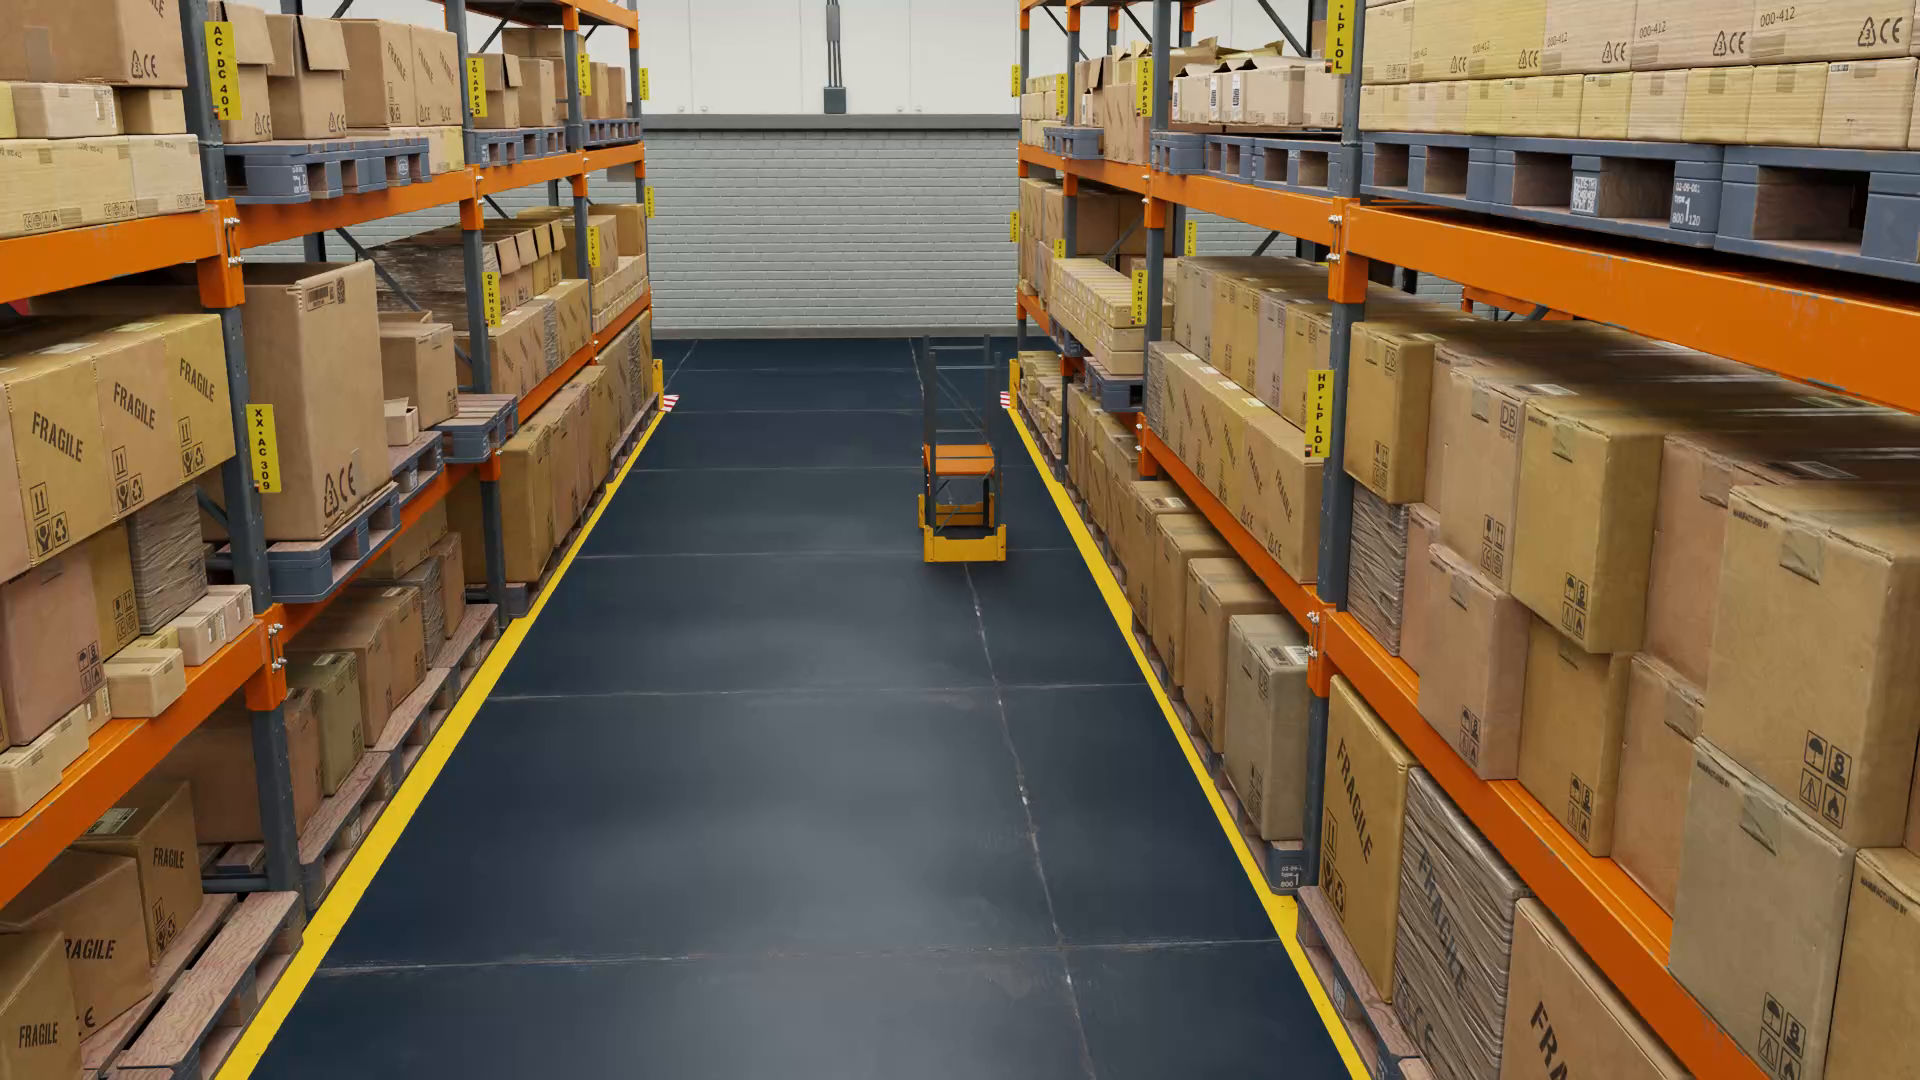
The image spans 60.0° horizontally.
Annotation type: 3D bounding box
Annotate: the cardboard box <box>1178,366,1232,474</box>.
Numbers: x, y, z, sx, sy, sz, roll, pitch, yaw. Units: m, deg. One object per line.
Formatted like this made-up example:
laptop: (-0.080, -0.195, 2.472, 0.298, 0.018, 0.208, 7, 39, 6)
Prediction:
cardboard box: (1.449, -0.630, 8.755, 0.500, 0.500, 0.500, -1, 14, -3)

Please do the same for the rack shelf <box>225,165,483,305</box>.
rack shelf: (-3.207, -1.505, 7.779, 1.077, 0.370, 4.000, -1, 14, -3)

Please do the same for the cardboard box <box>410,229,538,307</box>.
cardboard box: (-3.446, -1.943, 11.845, 0.797, 0.503, 0.637, 0, 14, -2)

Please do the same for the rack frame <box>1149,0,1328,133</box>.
rack frame: (1.625, -3.855, 9.449, 1.000, 3.000, 0.127, -1, 14, -3)

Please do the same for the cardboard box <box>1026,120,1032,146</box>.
cardboard box: (0.931, -4.072, 16.616, 0.500, 0.250, 0.500, 0, 14, -2)

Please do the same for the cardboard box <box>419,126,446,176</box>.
cardboard box: (-3.013, -2.040, 8.718, 0.500, 0.250, 0.500, -1, 14, -4)

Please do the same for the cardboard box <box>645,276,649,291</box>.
cardboard box: (-3.476, -2.682, 17.436, 0.380, 0.149, 0.250, -1, 14, -2)

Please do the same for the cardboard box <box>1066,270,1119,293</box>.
cardboard box: (1.009, -1.950, 12.553, 0.380, 0.149, 0.250, -1, 14, -4)

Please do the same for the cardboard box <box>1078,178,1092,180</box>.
cardboard box: (1.406, -3.506, 17.328, 0.500, 0.500, 0.500, -1, 14, -5)

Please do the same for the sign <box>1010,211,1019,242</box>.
sign: (0.588, -3.350, 17.789, 0.100, 0.325, 0.005, -1, 14, -3)

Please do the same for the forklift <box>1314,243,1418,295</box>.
forklift: (3.617, -1.868, 13.906, 1.130, 2.935, 3.031, -10, 18, -35)

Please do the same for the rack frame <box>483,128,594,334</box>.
rack frame: (-3.579, -1.893, 13.863, 1.000, 3.000, 0.127, -1, 14, -3)

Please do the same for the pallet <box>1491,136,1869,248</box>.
pallet: (1.986, -0.858, 3.999, 1.003, 0.211, 1.213, -1, 14, -3)

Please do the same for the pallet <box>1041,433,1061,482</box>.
pallet: (1.301, -0.760, 15.057, 1.003, 0.211, 1.213, -1, 14, -3)

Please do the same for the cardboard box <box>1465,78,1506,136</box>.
cardboard box: (1.621, -1.189, 4.567, 0.380, 0.149, 0.250, -1, 14, -4)

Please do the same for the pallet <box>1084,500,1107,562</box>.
pallet: (1.506, -0.096, 12.476, 1.003, 0.211, 1.213, -1, 14, -3)

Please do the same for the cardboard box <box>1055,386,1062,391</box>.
cardboard box: (1.079, -1.330, 15.360, 0.380, 0.149, 0.250, 0, 14, -2)

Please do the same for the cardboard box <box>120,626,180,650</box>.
cardboard box: (-2.815, 0.393, 5.484, 0.380, 0.149, 0.250, -1, 14, -3)

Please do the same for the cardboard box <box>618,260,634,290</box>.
cardboard box: (-3.469, -2.590, 16.276, 0.500, 0.250, 0.500, -1, 14, -5)

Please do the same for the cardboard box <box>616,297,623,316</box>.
cardboard box: (-3.346, -2.172, 15.453, 0.380, 0.149, 0.250, -1, 14, -3)

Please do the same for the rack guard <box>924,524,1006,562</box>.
rack guard: (0.036, 0.022, 11.940, 0.587, 0.250, 0.087, -1, 14, -3)

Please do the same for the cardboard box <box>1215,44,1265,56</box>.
cardboard box: (1.788, -3.117, 10.865, 0.396, 0.266, 0.258, -1, 14, -3)

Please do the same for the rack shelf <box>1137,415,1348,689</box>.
rack shelf: (1.749, -0.104, 8.353, 1.077, 0.370, 4.000, -1, 14, -3)

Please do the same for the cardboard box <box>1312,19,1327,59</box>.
cardboard box: (2.013, -2.274, 8.082, 0.500, 0.500, 0.500, -1, 14, -3)

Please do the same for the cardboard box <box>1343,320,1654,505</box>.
cardboard box: (1.862, -0.458, 5.818, 0.875, 0.550, 0.550, -1, 14, -3)

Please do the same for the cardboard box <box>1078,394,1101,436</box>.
cardboard box: (1.195, -0.980, 12.984, 0.500, 0.250, 0.500, 0, 14, -2)

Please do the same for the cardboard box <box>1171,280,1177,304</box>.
cardboard box: (1.707, -1.764, 11.830, 0.380, 0.149, 0.250, 0, 14, -2)

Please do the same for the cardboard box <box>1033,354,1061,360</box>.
cardboard box: (0.960, -1.848, 17.372, 0.380, 0.149, 0.250, -1, 14, -2)

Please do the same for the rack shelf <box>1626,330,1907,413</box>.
rack shelf: (6.436, -1.200, 12.614, 1.077, 0.370, 4.000, -1, 14, -3)

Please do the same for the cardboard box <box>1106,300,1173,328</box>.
cardboard box: (1.137, -1.434, 10.548, 0.380, 0.149, 0.250, -1, 15, -6)

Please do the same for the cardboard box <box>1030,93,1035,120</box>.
cardboard box: (0.950, -4.192, 16.078, 0.500, 0.250, 0.500, -1, 14, -3)

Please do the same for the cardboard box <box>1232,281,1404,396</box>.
cardboard box: (1.742, -0.990, 8.146, 0.700, 0.500, 0.500, -1, 14, -4)

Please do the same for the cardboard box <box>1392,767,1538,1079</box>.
cardboard box: (1.902, 1.253, 5.059, 0.875, 0.875, 0.875, -1, 14, -3)

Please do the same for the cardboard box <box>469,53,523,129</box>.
cardboard box: (-3.479, -3.112, 11.531, 0.797, 0.503, 0.637, -1, 14, -4)

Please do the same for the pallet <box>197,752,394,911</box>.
pallet: (-3.133, 1.254, 7.230, 1.003, 0.211, 1.213, -1, 14, -3)

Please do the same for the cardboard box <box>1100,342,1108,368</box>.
cardboard box: (1.122, -1.208, 10.865, 0.380, 0.149, 0.250, -1, 14, -4)

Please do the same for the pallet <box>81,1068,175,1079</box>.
pallet: (-2.928, 1.918, 4.648, 1.003, 0.211, 1.213, -1, 14, -3)

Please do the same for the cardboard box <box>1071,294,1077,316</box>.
cardboard box: (1.029, -1.739, 12.328, 0.380, 0.149, 0.250, -1, 14, -4)

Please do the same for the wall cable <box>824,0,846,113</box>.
wall cable: (-0.737, -8.810, 22.253, 2.277, 5.999, 0.120, -1, 14, -3)

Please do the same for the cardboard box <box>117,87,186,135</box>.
cardboard box: (-2.775, -1.400, 5.429, 0.380, 0.149, 0.250, 0, 14, -2)

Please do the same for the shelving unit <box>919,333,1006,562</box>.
shelving unit: (0.005, -0.707, 12.266, 0.587, 1.500, 1.083, -1, 14, -3)

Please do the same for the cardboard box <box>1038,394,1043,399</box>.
cardboard box: (0.989, -1.513, 16.669, 0.380, 0.149, 0.250, -2, 15, -6)

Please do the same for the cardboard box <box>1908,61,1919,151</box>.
cardboard box: (1.747, -0.683, 2.601, 0.380, 0.149, 0.250, -1, 14, -3)

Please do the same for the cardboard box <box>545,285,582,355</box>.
cardboard box: (-3.254, -1.706, 12.936, 0.500, 0.500, 0.500, 0, 14, -2)

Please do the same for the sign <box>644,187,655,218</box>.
sign: (-3.285, -3.568, 17.575, 0.100, 0.325, 0.005, -1, 14, -3)

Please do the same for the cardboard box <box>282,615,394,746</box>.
cardboard box: (-3.146, 0.683, 7.984, 0.700, 0.500, 0.500, -2, 15, -8)

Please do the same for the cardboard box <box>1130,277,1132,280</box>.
cardboard box: (1.599, -2.074, 13.632, 0.380, 0.149, 0.250, 0, 14, -2)

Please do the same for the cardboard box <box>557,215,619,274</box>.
cardboard box: (-3.413, -2.702, 15.208, 0.500, 0.500, 0.500, -1, 14, -5)

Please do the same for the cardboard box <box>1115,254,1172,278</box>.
cardboard box: (1.598, -2.264, 14.507, 0.500, 0.500, 0.500, -1, 14, -4)

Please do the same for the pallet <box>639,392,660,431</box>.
pallet: (-3.699, -1.339, 17.309, 1.003, 0.211, 1.213, -1, 14, -3)

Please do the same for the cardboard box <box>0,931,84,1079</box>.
cardboard box: (-2.939, 1.500, 4.852, 0.500, 0.500, 0.500, -2, 15, -8)

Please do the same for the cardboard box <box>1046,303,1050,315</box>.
cardboard box: (1.007, -2.151, 15.372, 0.380, 0.149, 0.250, -2, 15, -6)

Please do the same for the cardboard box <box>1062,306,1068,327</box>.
cardboard box: (0.992, -1.727, 12.881, 0.380, 0.149, 0.250, -1, 14, -3)

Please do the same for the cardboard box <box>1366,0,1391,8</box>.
cardboard box: (1.556, -1.828, 5.451, 0.380, 0.149, 0.250, -1, 14, -3)

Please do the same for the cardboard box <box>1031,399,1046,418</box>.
cardboard box: (0.909, -1.310, 16.478, 0.380, 0.149, 0.250, -2, 15, -6)

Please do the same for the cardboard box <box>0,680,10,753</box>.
cardboard box: (-3.000, 0.390, 4.193, 0.875, 0.500, 0.500, -1, 14, -3)

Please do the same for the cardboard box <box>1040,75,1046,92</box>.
cardboard box: (0.943, -4.217, 15.374, 0.380, 0.149, 0.250, -1, 14, -4)
